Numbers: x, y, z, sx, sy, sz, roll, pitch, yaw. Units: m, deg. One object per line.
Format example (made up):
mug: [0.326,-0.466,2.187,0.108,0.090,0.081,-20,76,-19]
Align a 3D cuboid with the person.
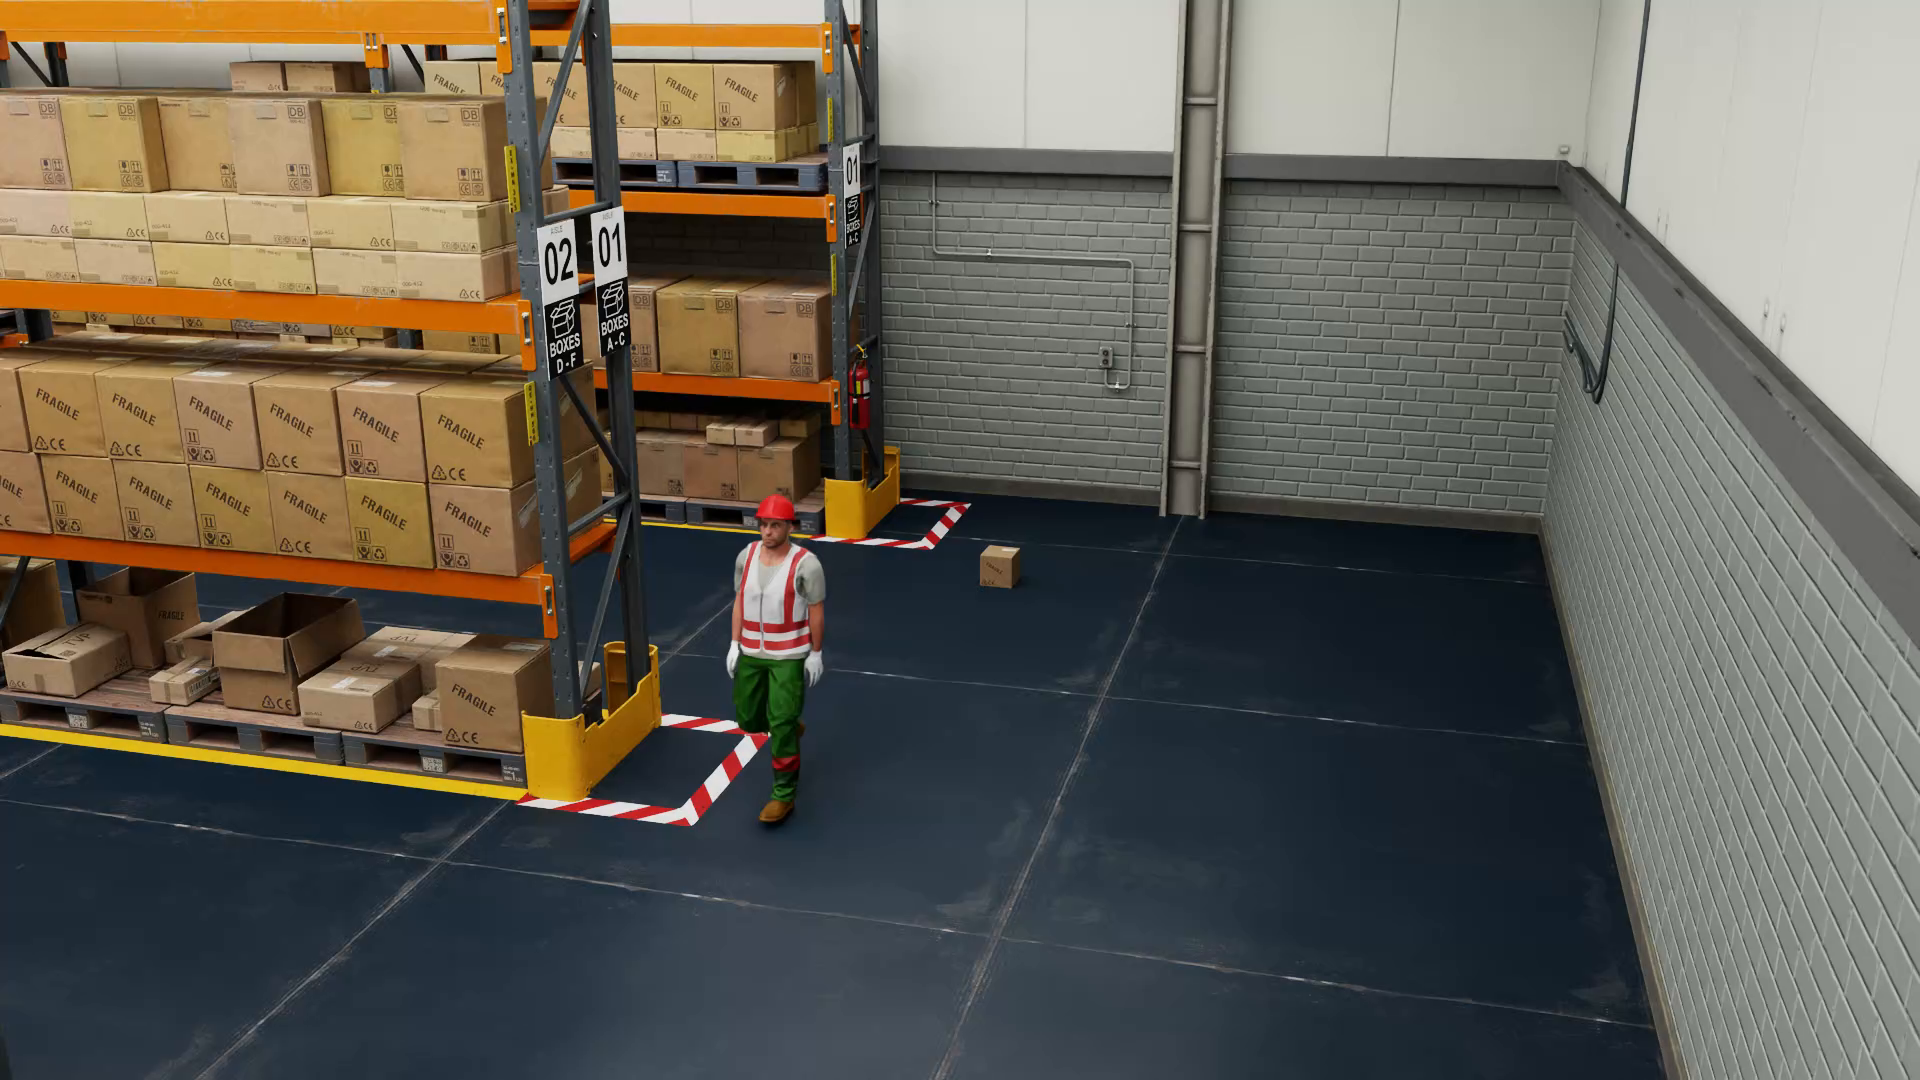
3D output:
person: [-1.002,0.606,9.126,0.539,1.772,0.742,8,20,24]
